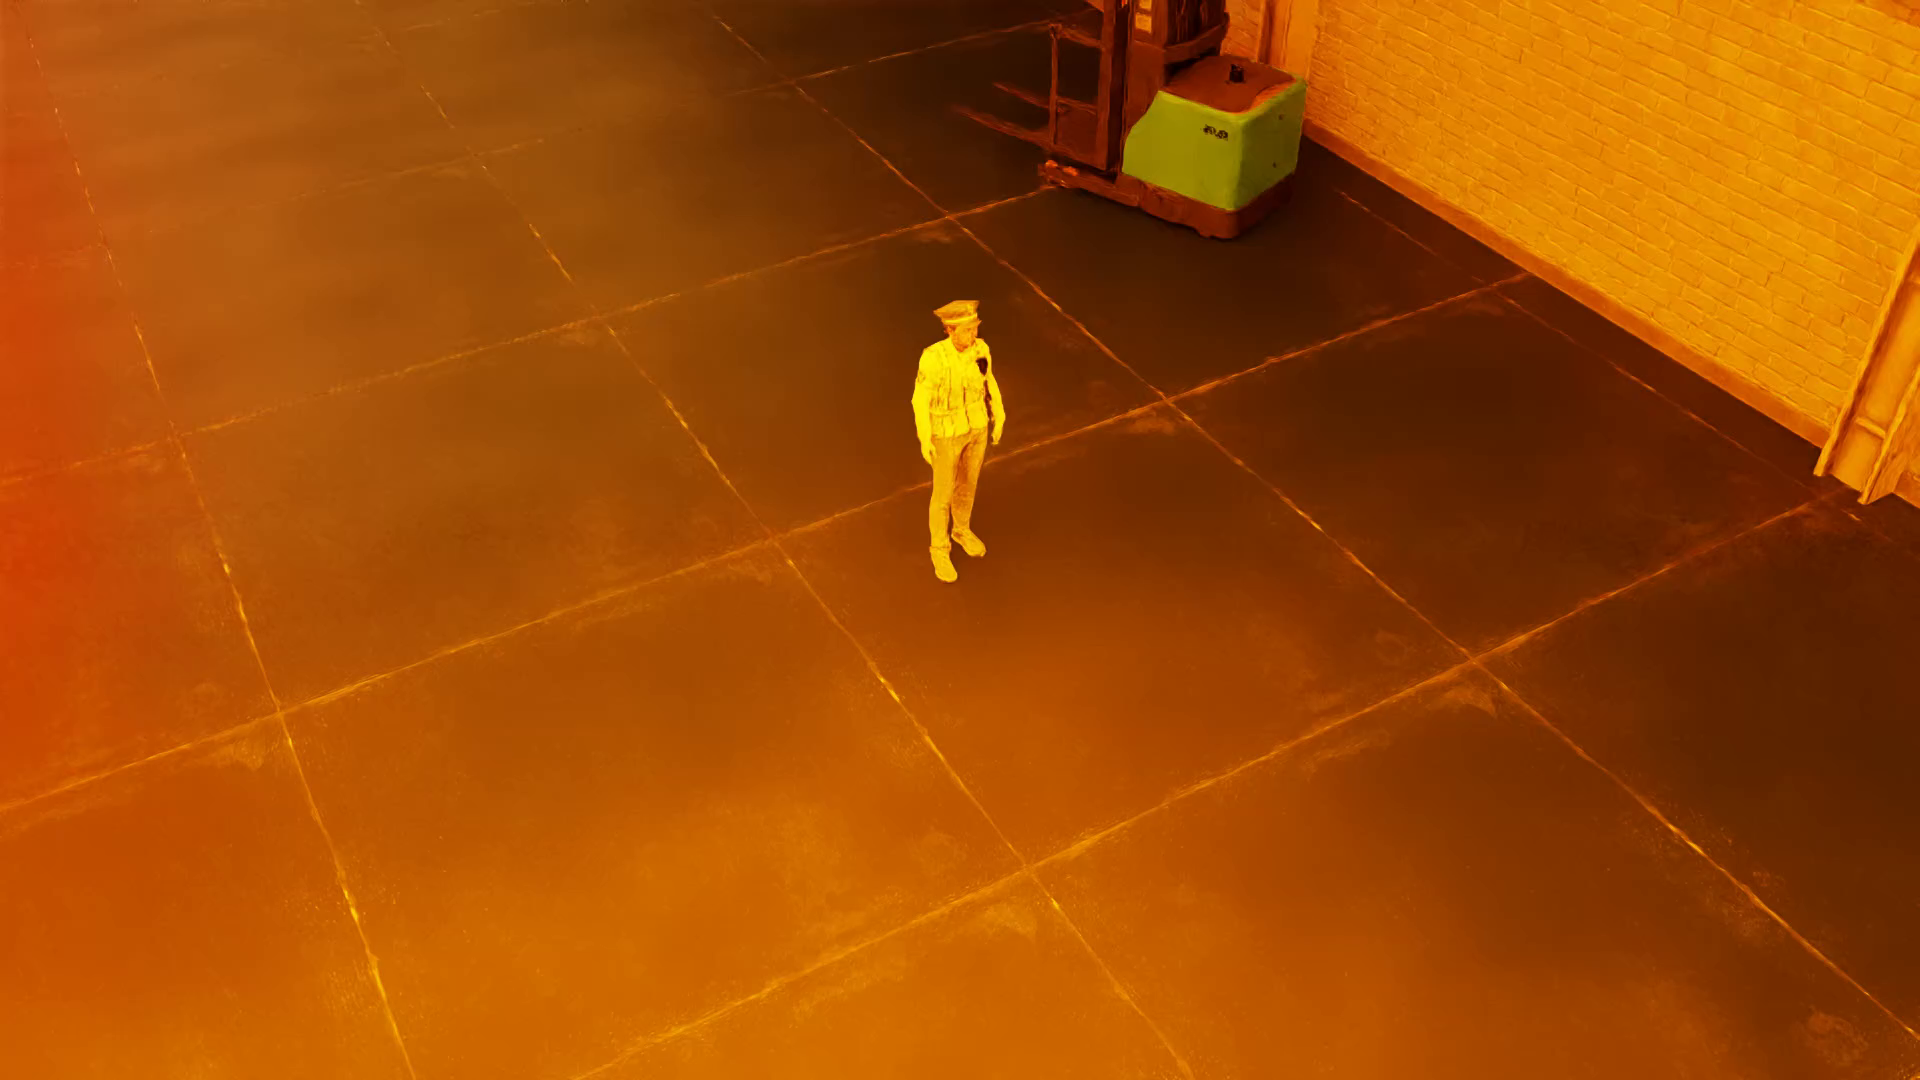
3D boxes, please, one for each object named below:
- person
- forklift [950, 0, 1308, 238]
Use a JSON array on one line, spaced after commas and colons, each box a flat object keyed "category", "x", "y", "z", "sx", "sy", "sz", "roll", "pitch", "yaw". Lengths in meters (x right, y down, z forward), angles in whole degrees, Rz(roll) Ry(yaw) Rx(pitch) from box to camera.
[{"category": "person", "x": 0.028, "y": -0.618, "z": 9.738, "sx": 0.586, "sy": 1.695, "sz": 0.533, "roll": -20, "pitch": 44, "yaw": -23}, {"category": "forklift", "x": 1.288, "y": -4.295, "z": 13.214, "sx": 3.031, "sy": 2.935, "sz": 1.130, "roll": 28, "pitch": 47, "yaw": 30}]
